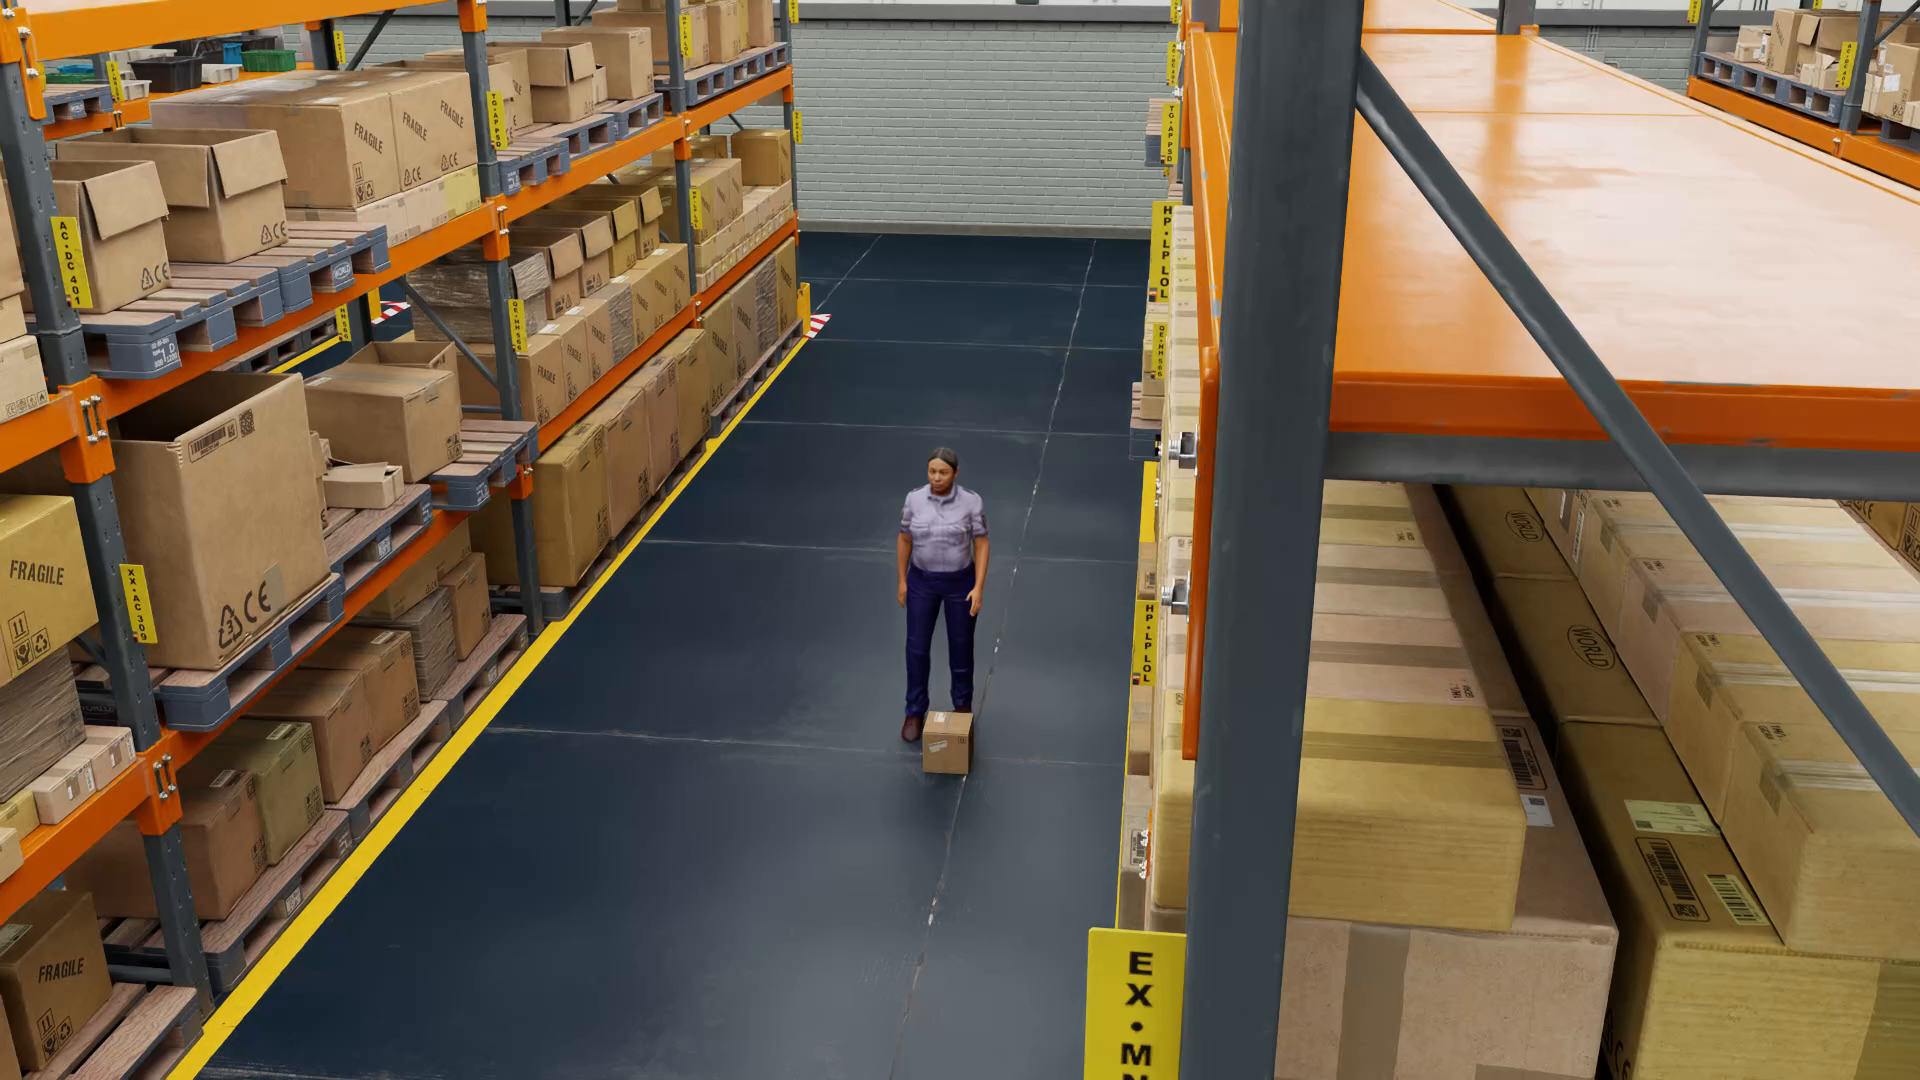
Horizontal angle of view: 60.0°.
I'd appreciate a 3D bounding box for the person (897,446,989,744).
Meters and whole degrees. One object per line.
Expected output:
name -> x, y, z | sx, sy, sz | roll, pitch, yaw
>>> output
person -> -0.106, 0.307, 9.320 | 0.528, 1.671, 0.485 | 2, 21, 5
